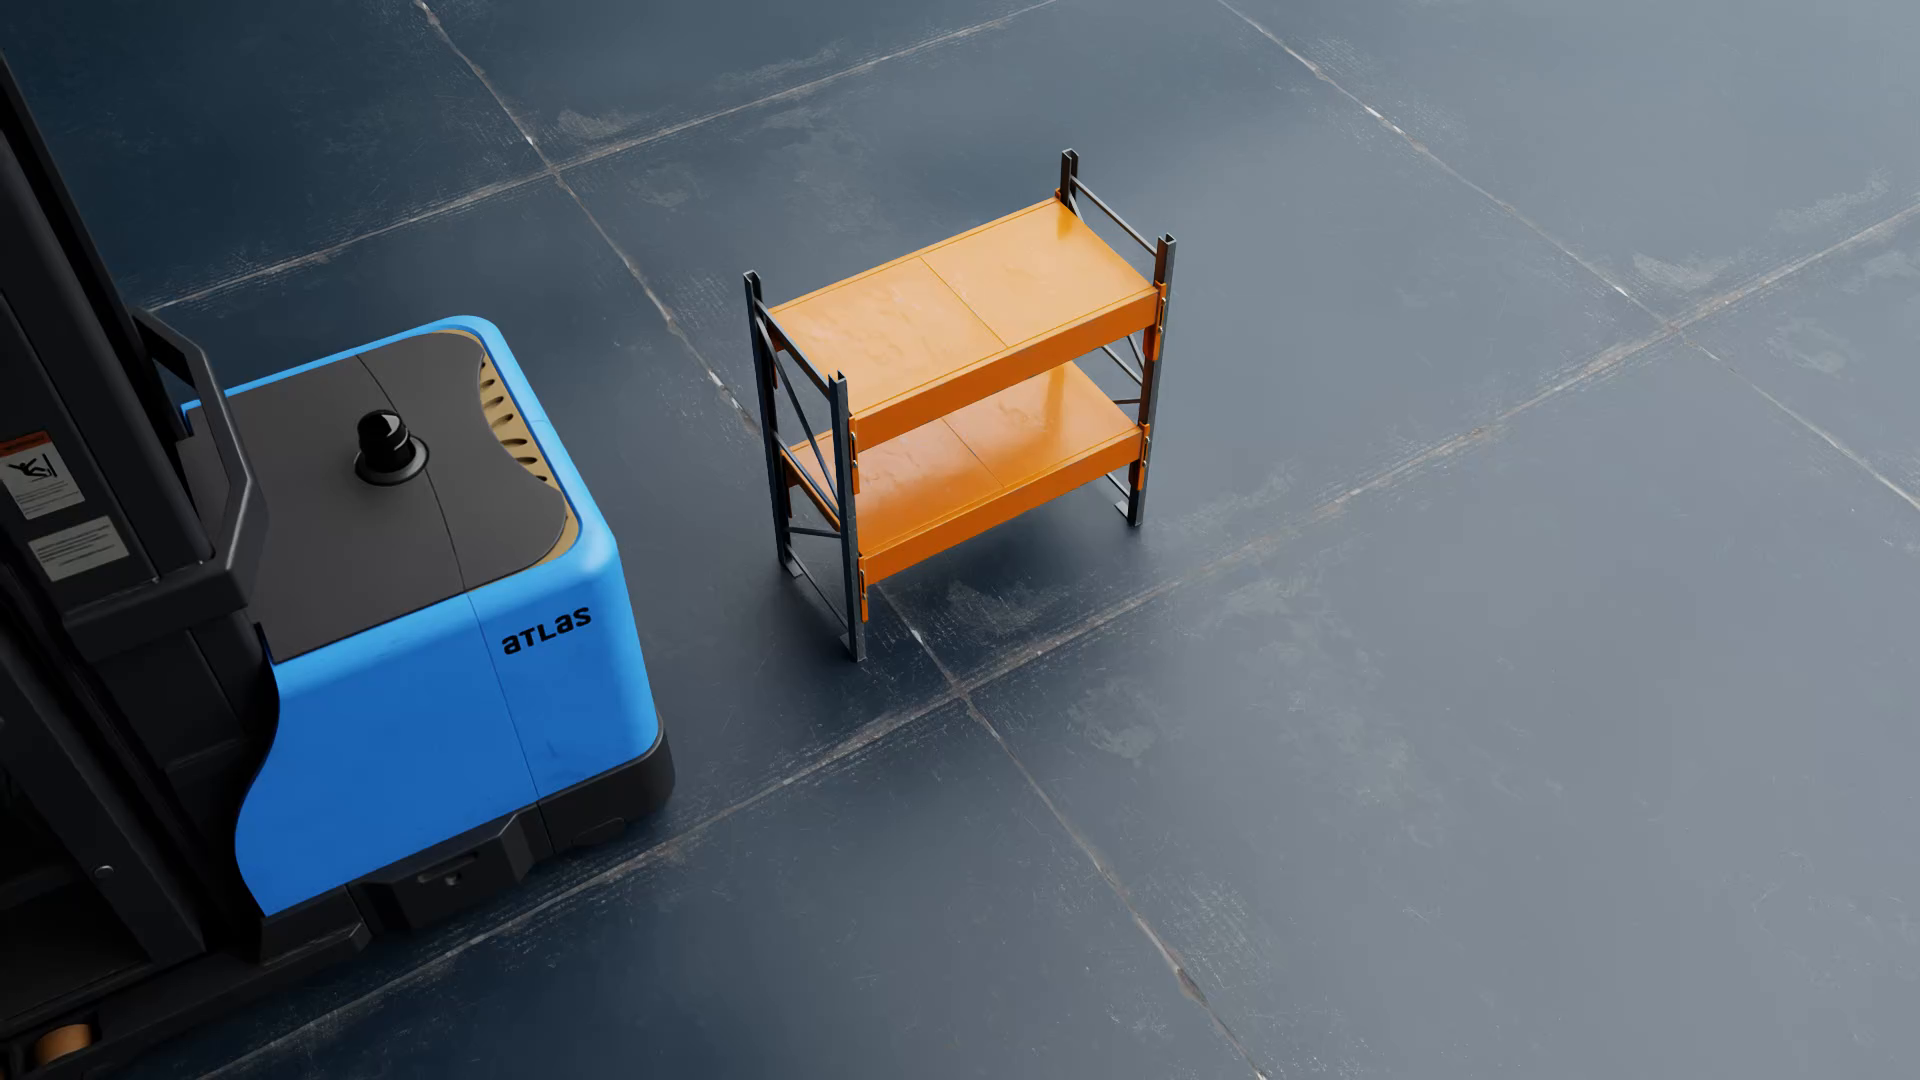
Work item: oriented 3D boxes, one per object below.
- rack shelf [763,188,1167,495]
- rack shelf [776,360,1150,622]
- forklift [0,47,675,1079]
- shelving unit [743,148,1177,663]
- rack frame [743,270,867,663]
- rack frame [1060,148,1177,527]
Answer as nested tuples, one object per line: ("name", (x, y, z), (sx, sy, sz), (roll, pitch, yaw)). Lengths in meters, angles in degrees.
("rack shelf", (0.006, -0.571, 4.614), (1.000, 0.278, 0.538), (-25, 53, -21))
("rack shelf", (0.006, -0.214, 5.015), (1.000, 0.278, 0.538), (-25, 53, -21))
("forklift", (-2.322, -0.025, 3.310), (3.031, 2.935, 1.130), (-22, 52, -19))
("shelving unit", (0.006, -0.377, 4.832), (1.048, 1.125, 0.538), (-25, 53, -21))
("rack frame", (-0.424, -0.174, 4.652), (0.032, 1.125, 0.500), (-25, 53, -21))
("rack frame", (0.436, -0.579, 5.013), (0.032, 1.125, 0.500), (-25, 53, -21))
